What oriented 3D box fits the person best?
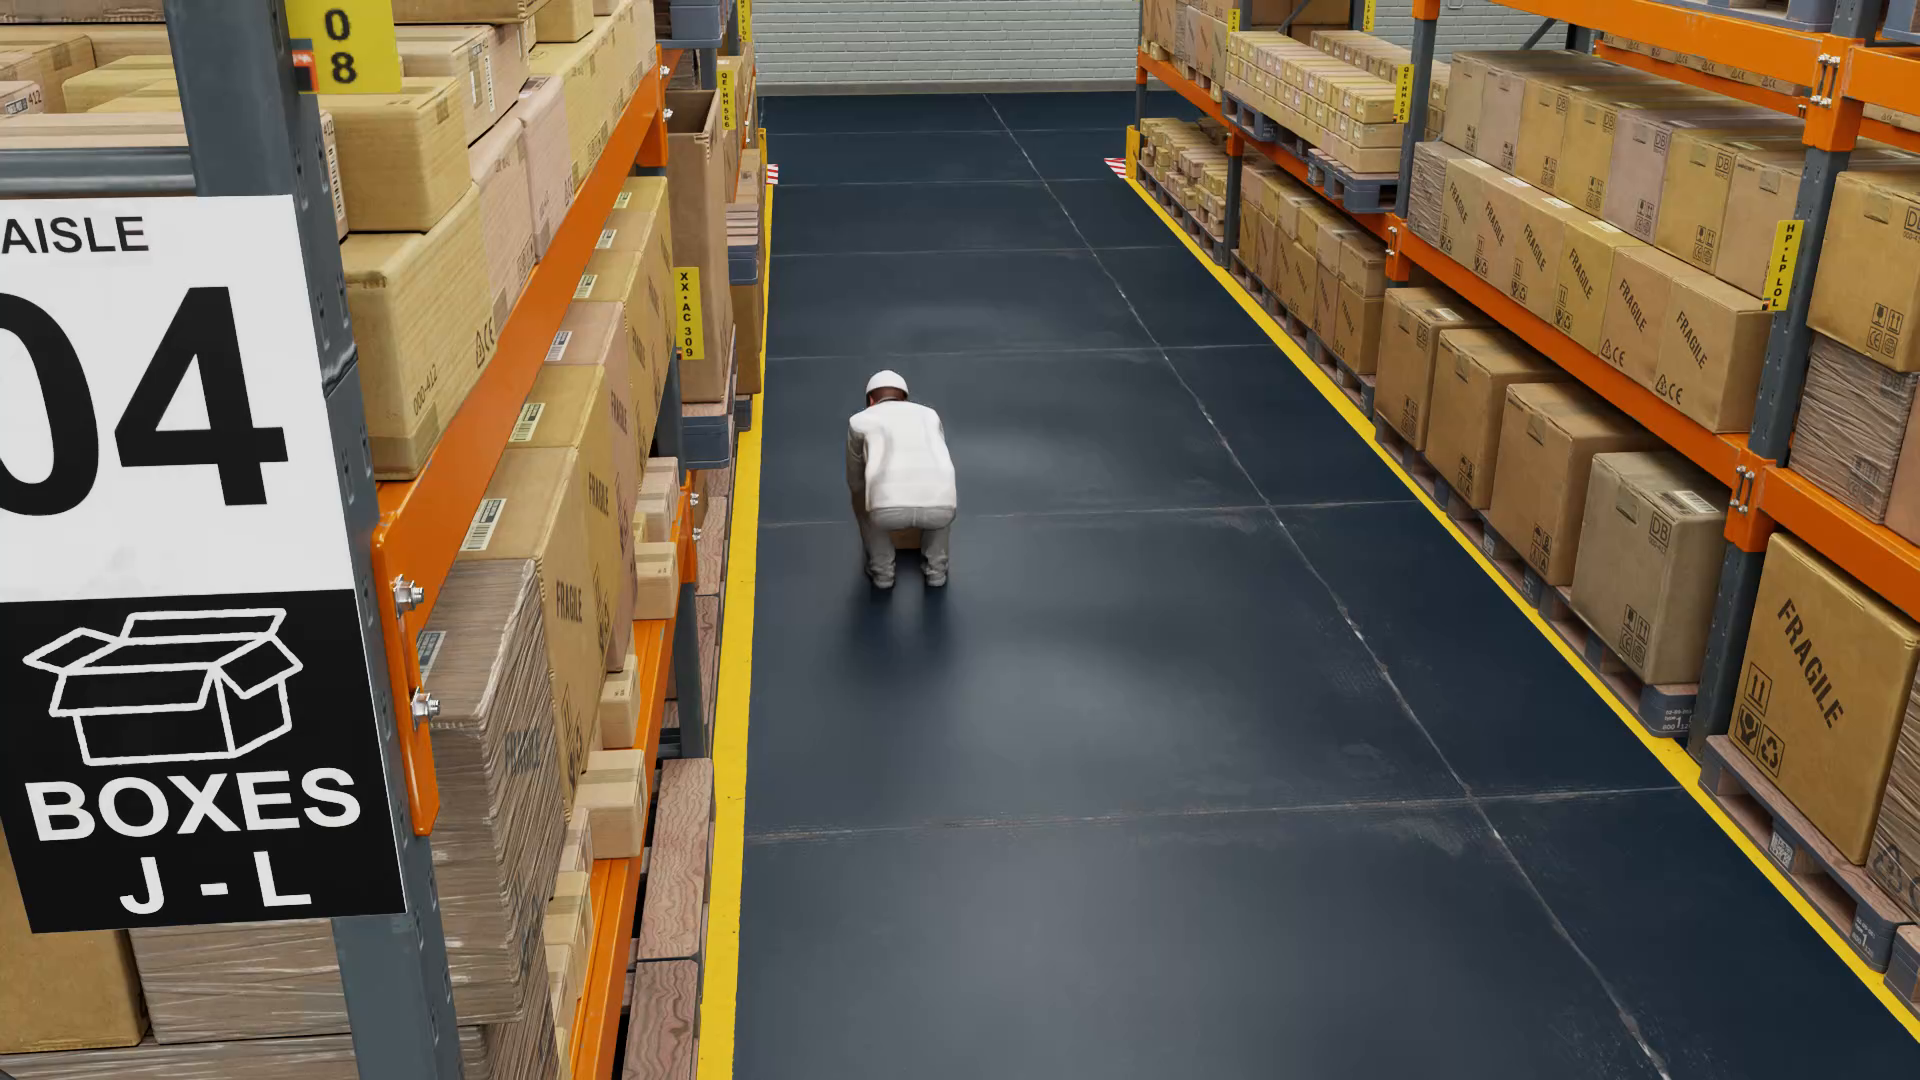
[{"bbox_3d":[-0.294,-0.297,8.309,0.537,0.930,0.911,-2,24,-5],"label":"person"}]
